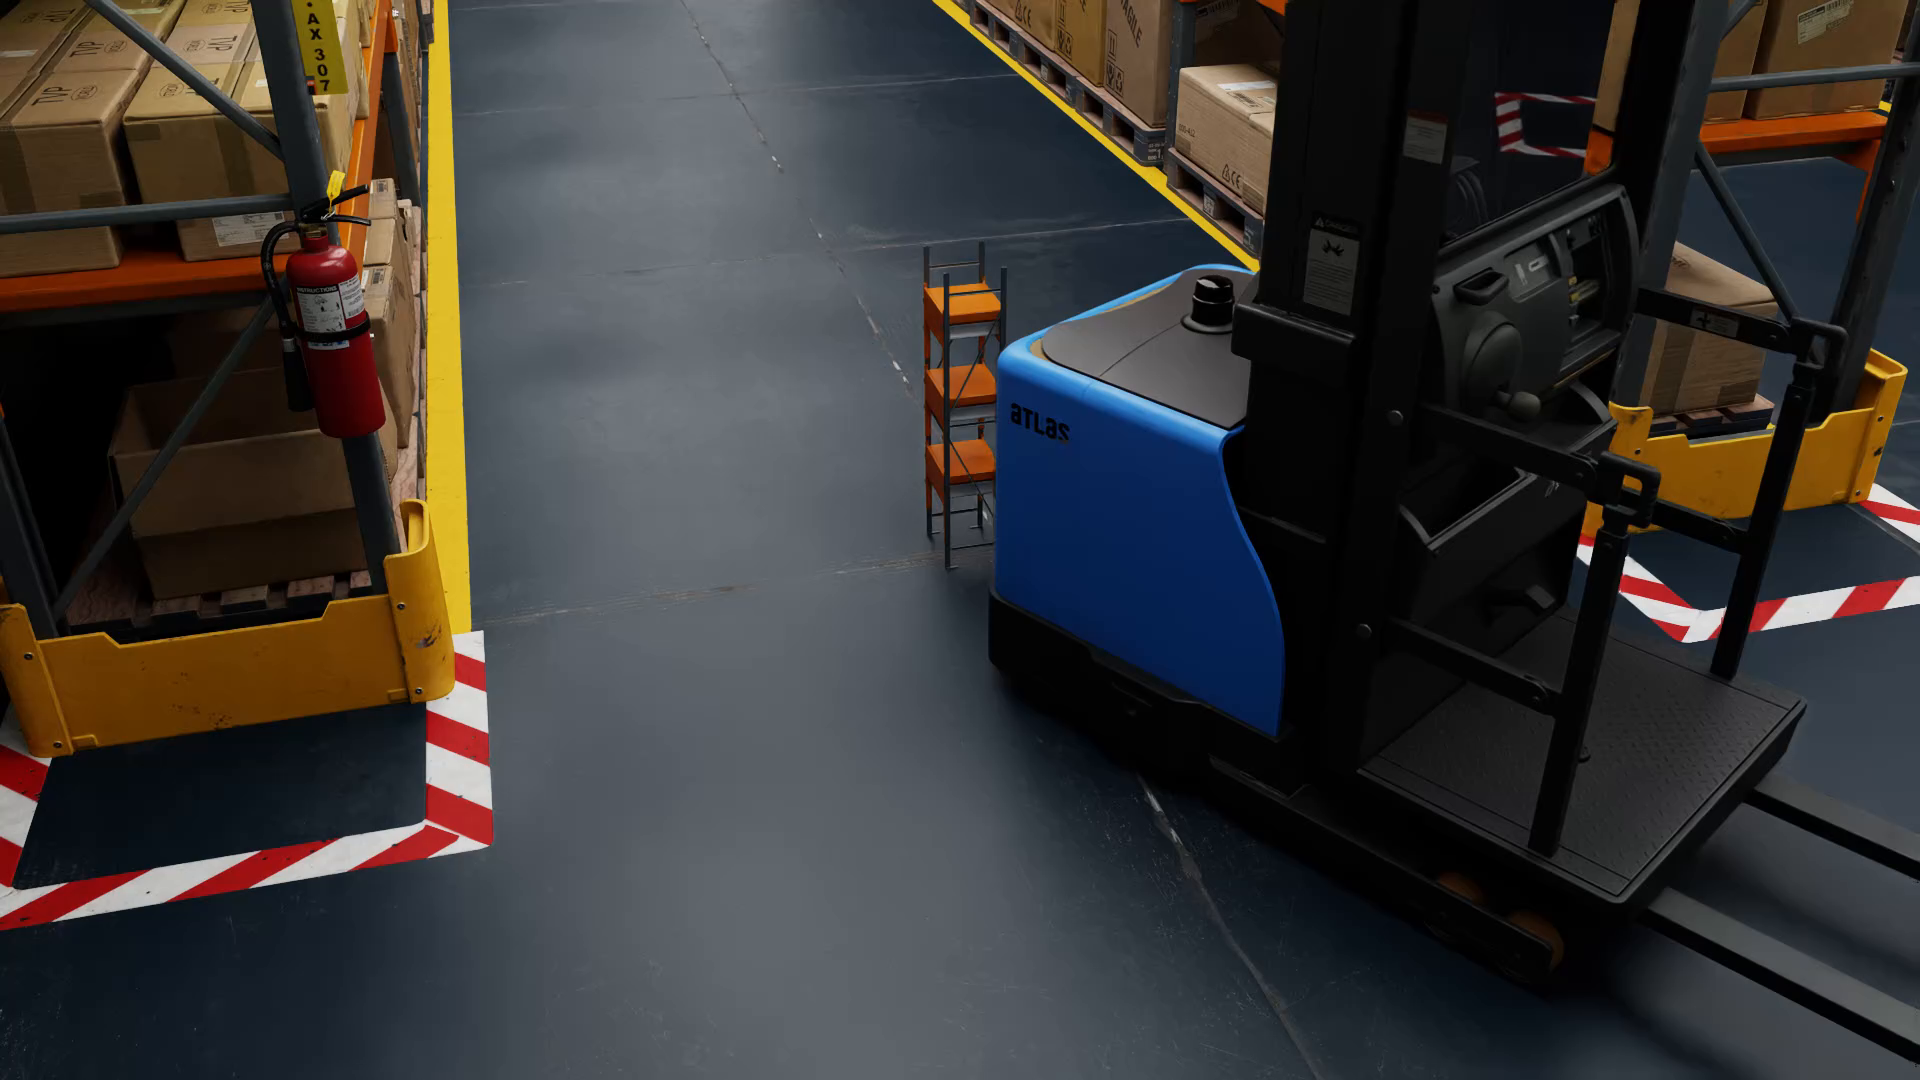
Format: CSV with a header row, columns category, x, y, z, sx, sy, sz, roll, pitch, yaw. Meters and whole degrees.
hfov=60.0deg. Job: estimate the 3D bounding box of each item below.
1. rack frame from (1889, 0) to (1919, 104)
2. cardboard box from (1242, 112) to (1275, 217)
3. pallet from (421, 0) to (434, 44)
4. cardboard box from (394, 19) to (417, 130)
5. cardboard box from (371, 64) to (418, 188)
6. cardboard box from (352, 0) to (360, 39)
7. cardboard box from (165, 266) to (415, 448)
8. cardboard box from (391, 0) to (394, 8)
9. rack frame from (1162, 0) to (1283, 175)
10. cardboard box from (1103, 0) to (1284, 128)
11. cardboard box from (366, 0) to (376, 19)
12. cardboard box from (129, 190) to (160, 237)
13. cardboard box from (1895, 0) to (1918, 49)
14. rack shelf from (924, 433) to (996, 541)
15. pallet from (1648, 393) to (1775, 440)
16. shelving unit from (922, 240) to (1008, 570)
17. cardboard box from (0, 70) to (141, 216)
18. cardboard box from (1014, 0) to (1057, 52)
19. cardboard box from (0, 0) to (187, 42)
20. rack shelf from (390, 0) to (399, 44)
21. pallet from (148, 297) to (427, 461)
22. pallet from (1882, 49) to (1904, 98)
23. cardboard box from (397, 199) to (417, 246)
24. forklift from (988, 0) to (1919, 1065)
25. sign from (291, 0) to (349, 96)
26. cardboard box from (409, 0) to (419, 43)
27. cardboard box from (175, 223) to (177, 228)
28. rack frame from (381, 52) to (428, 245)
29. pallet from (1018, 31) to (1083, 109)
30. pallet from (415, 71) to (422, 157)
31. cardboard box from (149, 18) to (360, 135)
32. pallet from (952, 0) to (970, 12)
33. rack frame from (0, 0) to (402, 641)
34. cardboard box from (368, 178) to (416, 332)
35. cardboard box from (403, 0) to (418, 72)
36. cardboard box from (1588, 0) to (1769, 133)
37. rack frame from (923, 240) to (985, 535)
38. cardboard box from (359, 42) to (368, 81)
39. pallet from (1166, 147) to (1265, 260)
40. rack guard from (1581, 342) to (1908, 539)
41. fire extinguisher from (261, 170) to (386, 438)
category,x,y,z,sx,sy,sz,roll,pitch,yaw
rack frame,6.378,-4.100,9.839,1.000,3.000,0.127,-8,31,-13
cardboard box,1.933,-1.716,7.859,0.875,0.438,0.875,-9,31,-15
pallet,-4.395,-3.859,12.207,1.003,0.211,1.213,-8,31,-13
cardboard box,-3.343,-2.592,9.310,0.500,0.500,0.500,-9,31,-15
cardboard box,-3.064,-2.095,8.451,0.500,0.500,0.500,-7,31,-11
cardboard box,-2.380,-1.850,5.805,0.500,0.250,0.500,-9,31,-15
cardboard box,-2.351,-0.625,5.912,0.700,0.500,0.500,-7,31,-11
cardboard box,-3.514,-3.195,9.704,0.380,0.149,0.250,-9,31,-16
rack frame,1.632,-3.393,8.618,1.000,3.000,0.127,-8,31,-13
cardboard box,1.390,-2.944,9.544,0.875,0.875,0.875,-7,31,-12
cardboard box,-2.642,-2.257,6.906,0.380,0.149,0.250,-7,31,-12
cardboard box,-2.446,-0.946,4.640,0.380,0.149,0.250,-7,31,-12
cardboard box,5.938,-3.524,10.920,0.500,0.500,0.500,-8,31,-14
rack shelf,0.014,-0.179,5.587,0.215,0.259,0.240,-8,31,-13
pallet,2.406,-0.630,6.628,1.003,0.211,1.213,-8,31,-13
shelving unit,0.014,-0.429,5.442,0.215,1.050,0.252,-8,31,-13
cardboard box,-2.469,-1.050,4.423,0.500,0.250,0.500,-7,31,-12
cardboard box,0.906,-3.811,11.042,0.875,0.875,0.875,-7,31,-13
cardboard box,-2.732,-1.539,5.268,0.500,0.250,0.500,-7,31,-12
rack shelf,-3.684,-3.386,9.324,1.077,0.370,4.000,-8,31,-13
pallet,-2.644,-0.602,6.580,1.003,0.211,1.213,-8,31,-13
pallet,6.170,-3.269,11.187,1.003,0.211,1.213,-8,31,-13
cardboard box,-2.722,-1.449,7.686,0.380,0.149,0.250,-9,31,-15
forklift,1.489,-0.517,3.717,3.031,2.935,1.130,26,39,37
sign,-1.568,-1.246,4.045,0.100,0.325,0.005,-8,31,-13
cardboard box,-3.895,-3.587,11.030,0.500,0.500,0.500,-7,31,-12
cardboard box,-2.026,-1.003,4.739,0.380,0.149,0.250,-7,31,-12
rack frame,-3.153,-2.731,7.474,1.000,3.000,0.127,-8,31,-13
pallet,1.027,-3.139,10.963,1.003,0.211,1.213,-8,31,-13
pallet,-3.732,-2.503,9.863,1.003,0.211,1.213,-8,31,-13
cardboard box,-2.086,-1.362,4.961,0.500,0.250,0.500,-8,31,-13
pallet,0.364,-4.496,13.307,1.003,0.211,1.213,-8,31,-13
rack frame,-2.091,-0.799,4.137,1.000,3.000,0.127,-8,31,-13
cardboard box,-2.627,-1.127,6.778,0.700,0.500,0.500,-9,31,-15
cardboard box,-3.631,-3.092,10.174,0.500,0.500,0.500,-7,31,-11
cardboard box,2.310,-1.702,5.597,0.500,0.500,0.500,-8,31,-13
rack frame,-0.018,-0.487,5.544,0.200,1.050,0.008,-8,31,-13
cardboard box,-2.297,-1.639,5.838,0.380,0.149,0.250,-7,31,-12
pallet,1.758,-1.809,8.664,1.003,0.211,1.213,-8,31,-13
rack guard,2.700,-0.368,5.886,1.175,0.500,0.348,-8,31,-13
fire extinguisher,-1.606,-0.595,4.233,0.296,0.674,0.183,-8,31,-13
